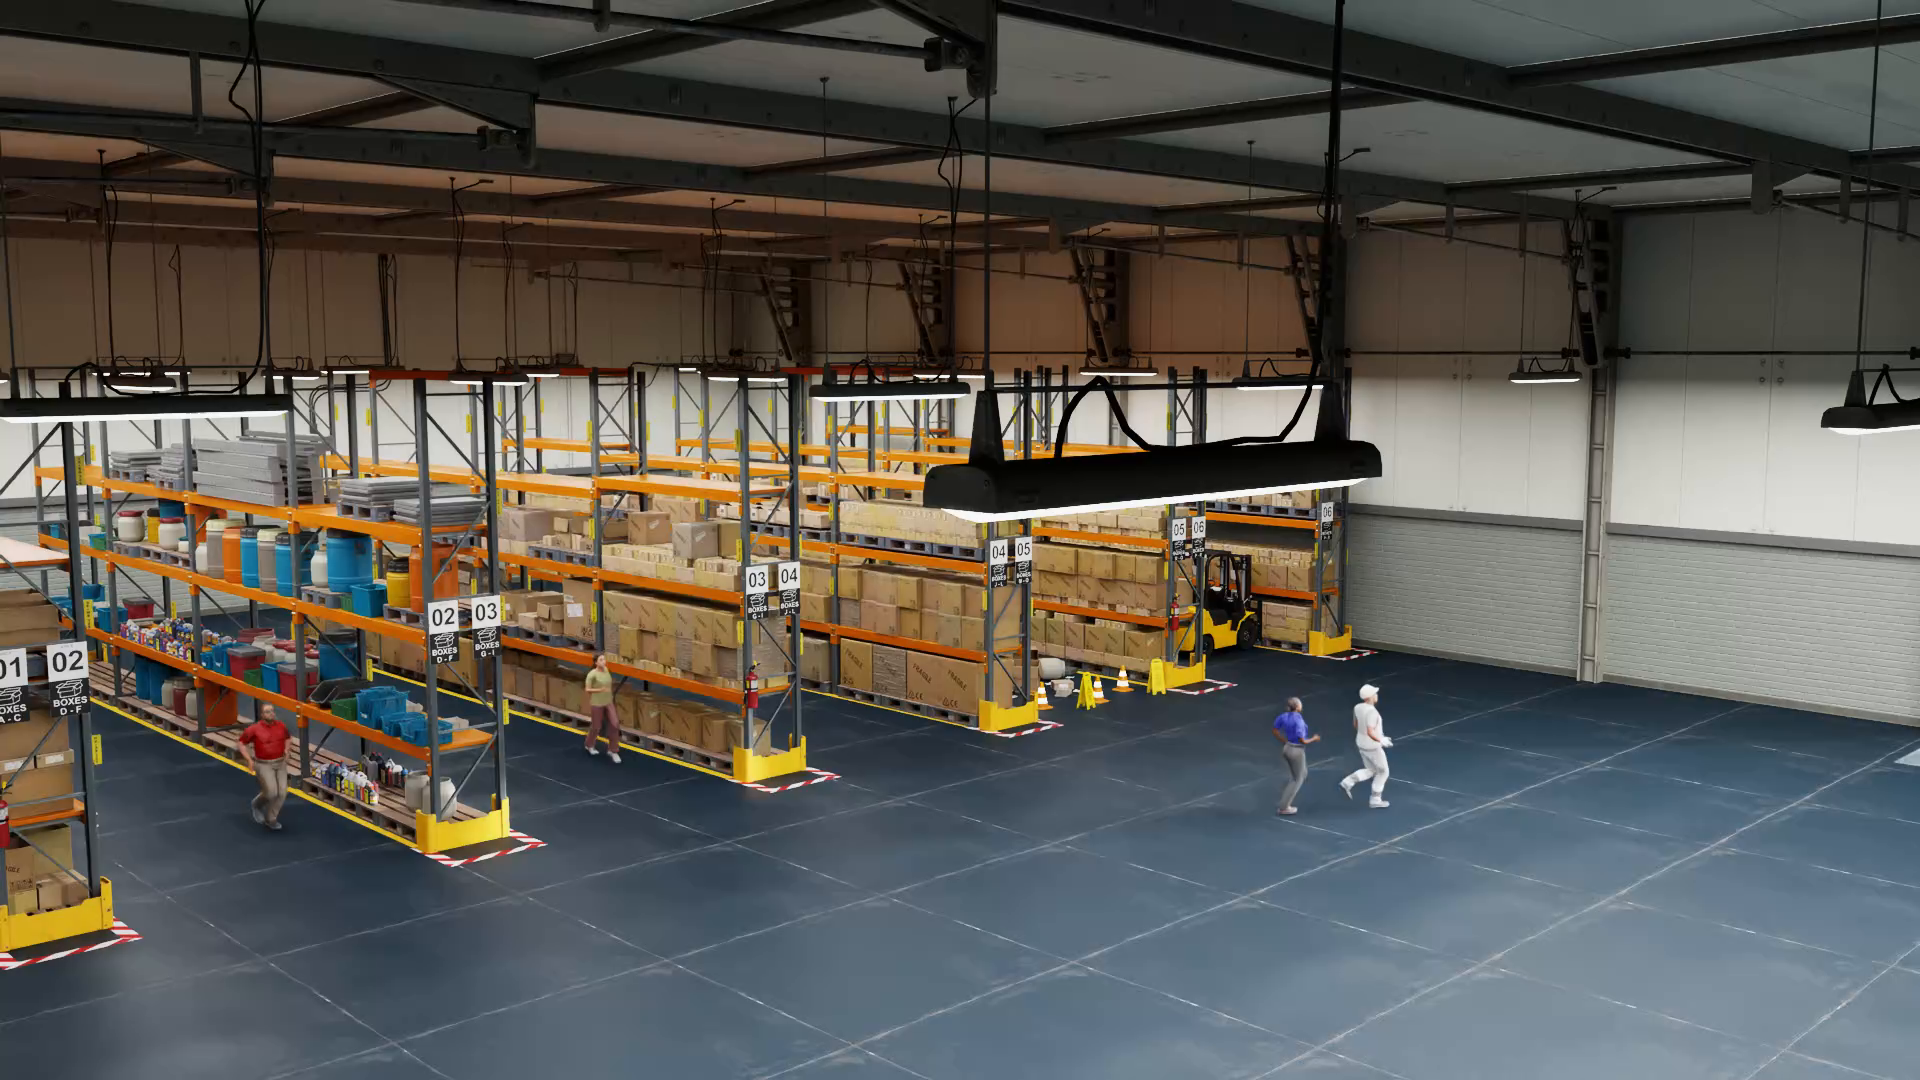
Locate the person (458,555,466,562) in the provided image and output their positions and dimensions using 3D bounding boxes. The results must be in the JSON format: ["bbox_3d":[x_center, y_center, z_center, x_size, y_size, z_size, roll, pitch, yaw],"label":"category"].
[{"bbox_3d":[-11.483,1.174,38.277,0.701,1.709,0.894,-2,7,-18],"label":"person"}]

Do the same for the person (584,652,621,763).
[{"bbox_3d":[-5.603,2.589,25.852,0.778,1.726,0.563,6,9,44],"label":"person"}]

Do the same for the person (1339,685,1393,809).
[{"bbox_3d":[5.646,2.868,23.062,0.708,1.743,0.659,-1,7,-10],"label":"person"}]

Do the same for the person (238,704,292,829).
[{"bbox_3d":[-9.142,3.010,22.070,0.591,1.683,0.658,5,8,39],"label":"person"}]

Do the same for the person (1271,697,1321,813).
[{"bbox_3d":[4.637,2.951,22.852,0.599,1.624,0.561,-2,7,-18],"label":"person"}]
